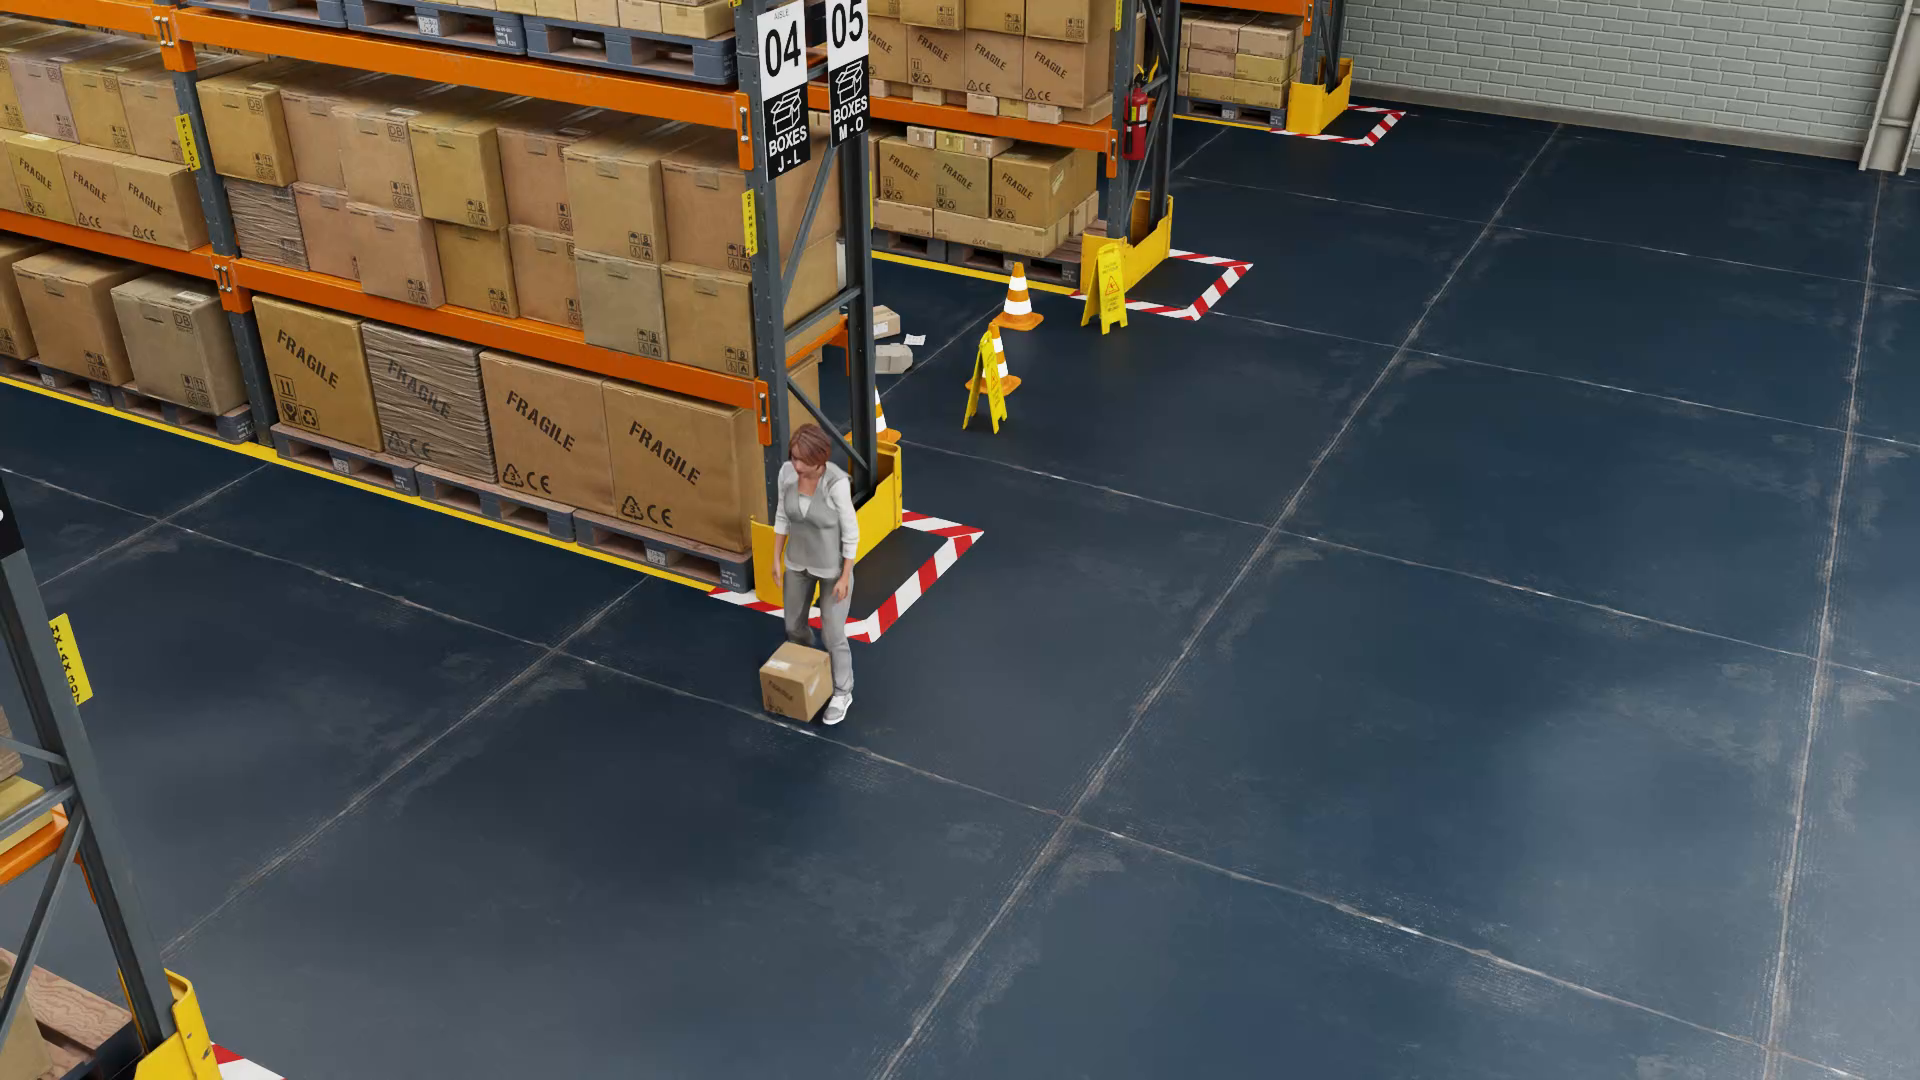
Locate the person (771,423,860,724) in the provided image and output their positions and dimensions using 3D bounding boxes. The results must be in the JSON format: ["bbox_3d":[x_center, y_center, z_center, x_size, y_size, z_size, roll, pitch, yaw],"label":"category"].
[{"bbox_3d":[-0.692,0.144,8.043,0.456,1.596,0.342,14,33,22],"label":"person"}]
